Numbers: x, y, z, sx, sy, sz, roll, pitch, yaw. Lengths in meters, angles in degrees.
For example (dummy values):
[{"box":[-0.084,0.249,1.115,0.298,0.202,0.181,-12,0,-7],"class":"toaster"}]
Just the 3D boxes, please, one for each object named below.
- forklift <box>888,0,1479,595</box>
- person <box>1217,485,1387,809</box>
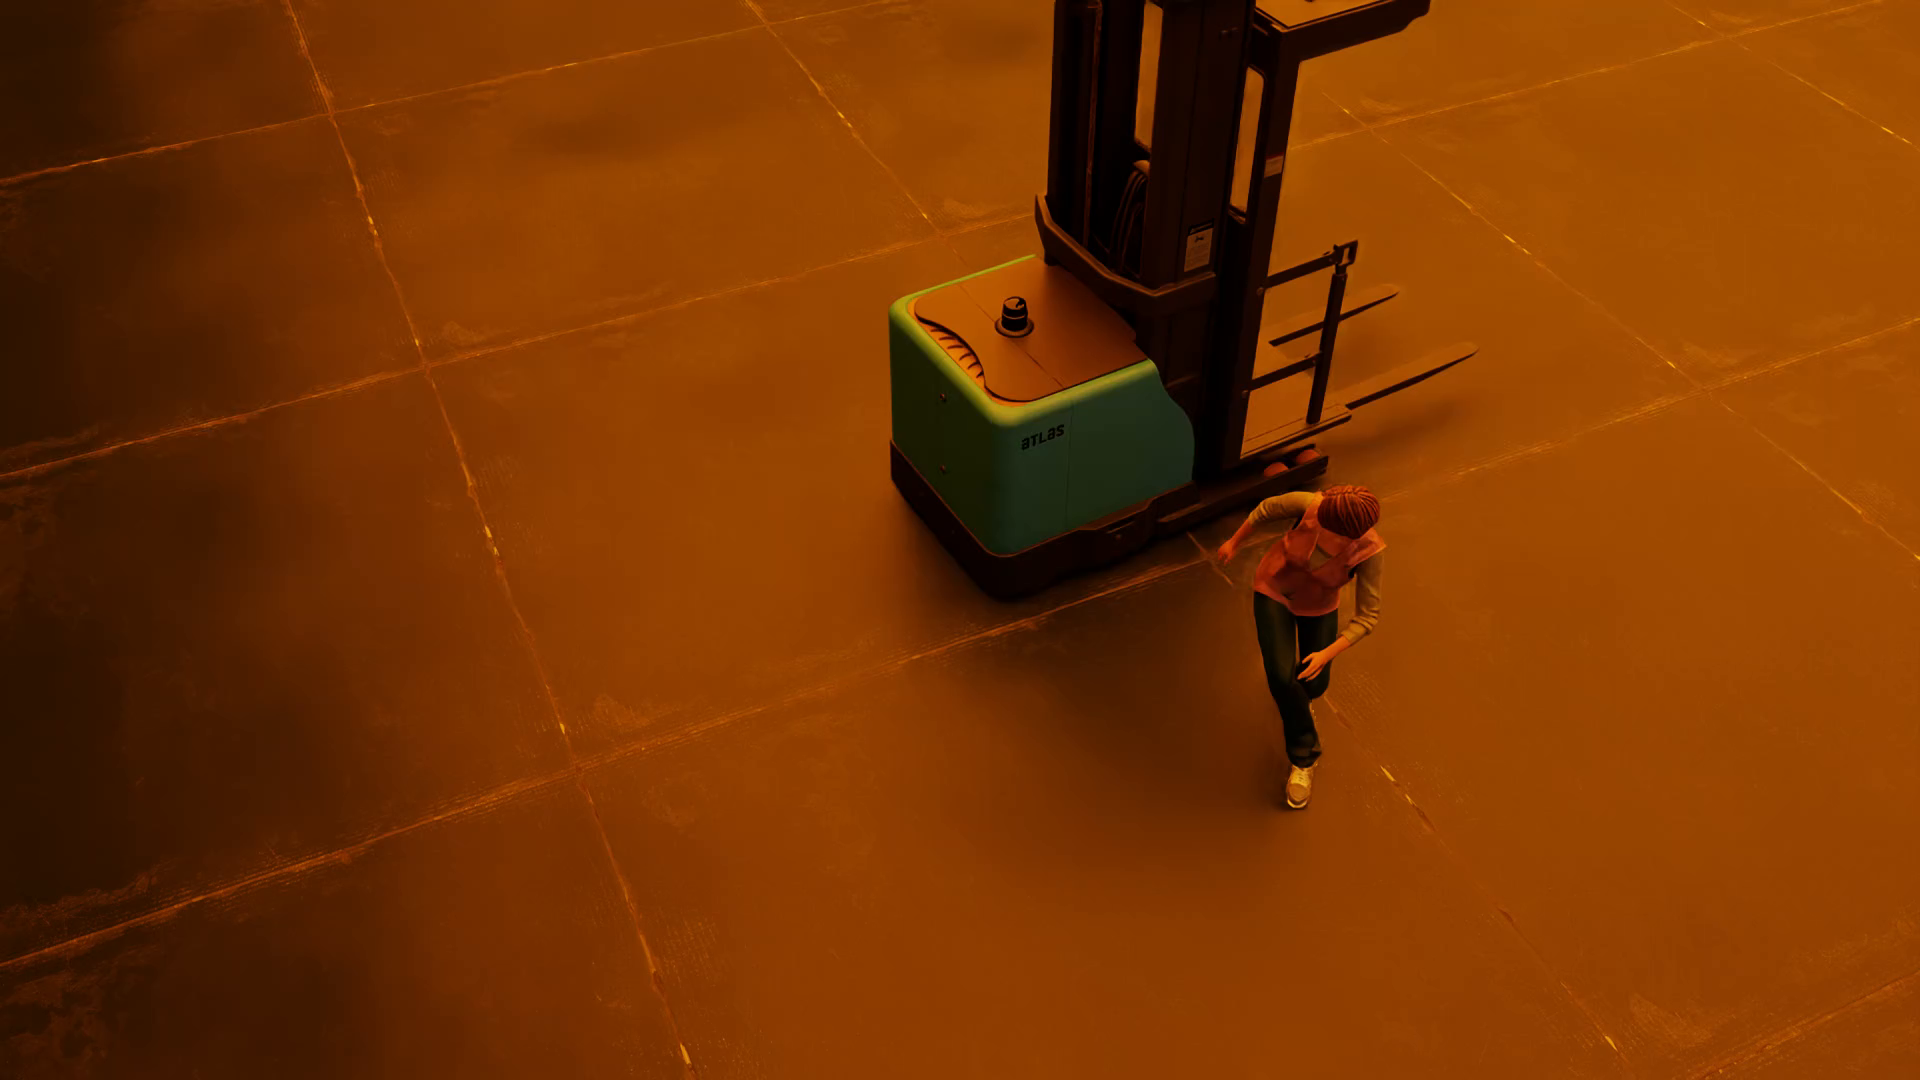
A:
[{"box":[1.200,-1.572,7.365,3.031,2.935,1.130,-22,47,-22],"class":"forklift"},{"box":[1.276,0.329,6.455,0.637,1.413,0.714,9,44,10],"class":"person"}]
